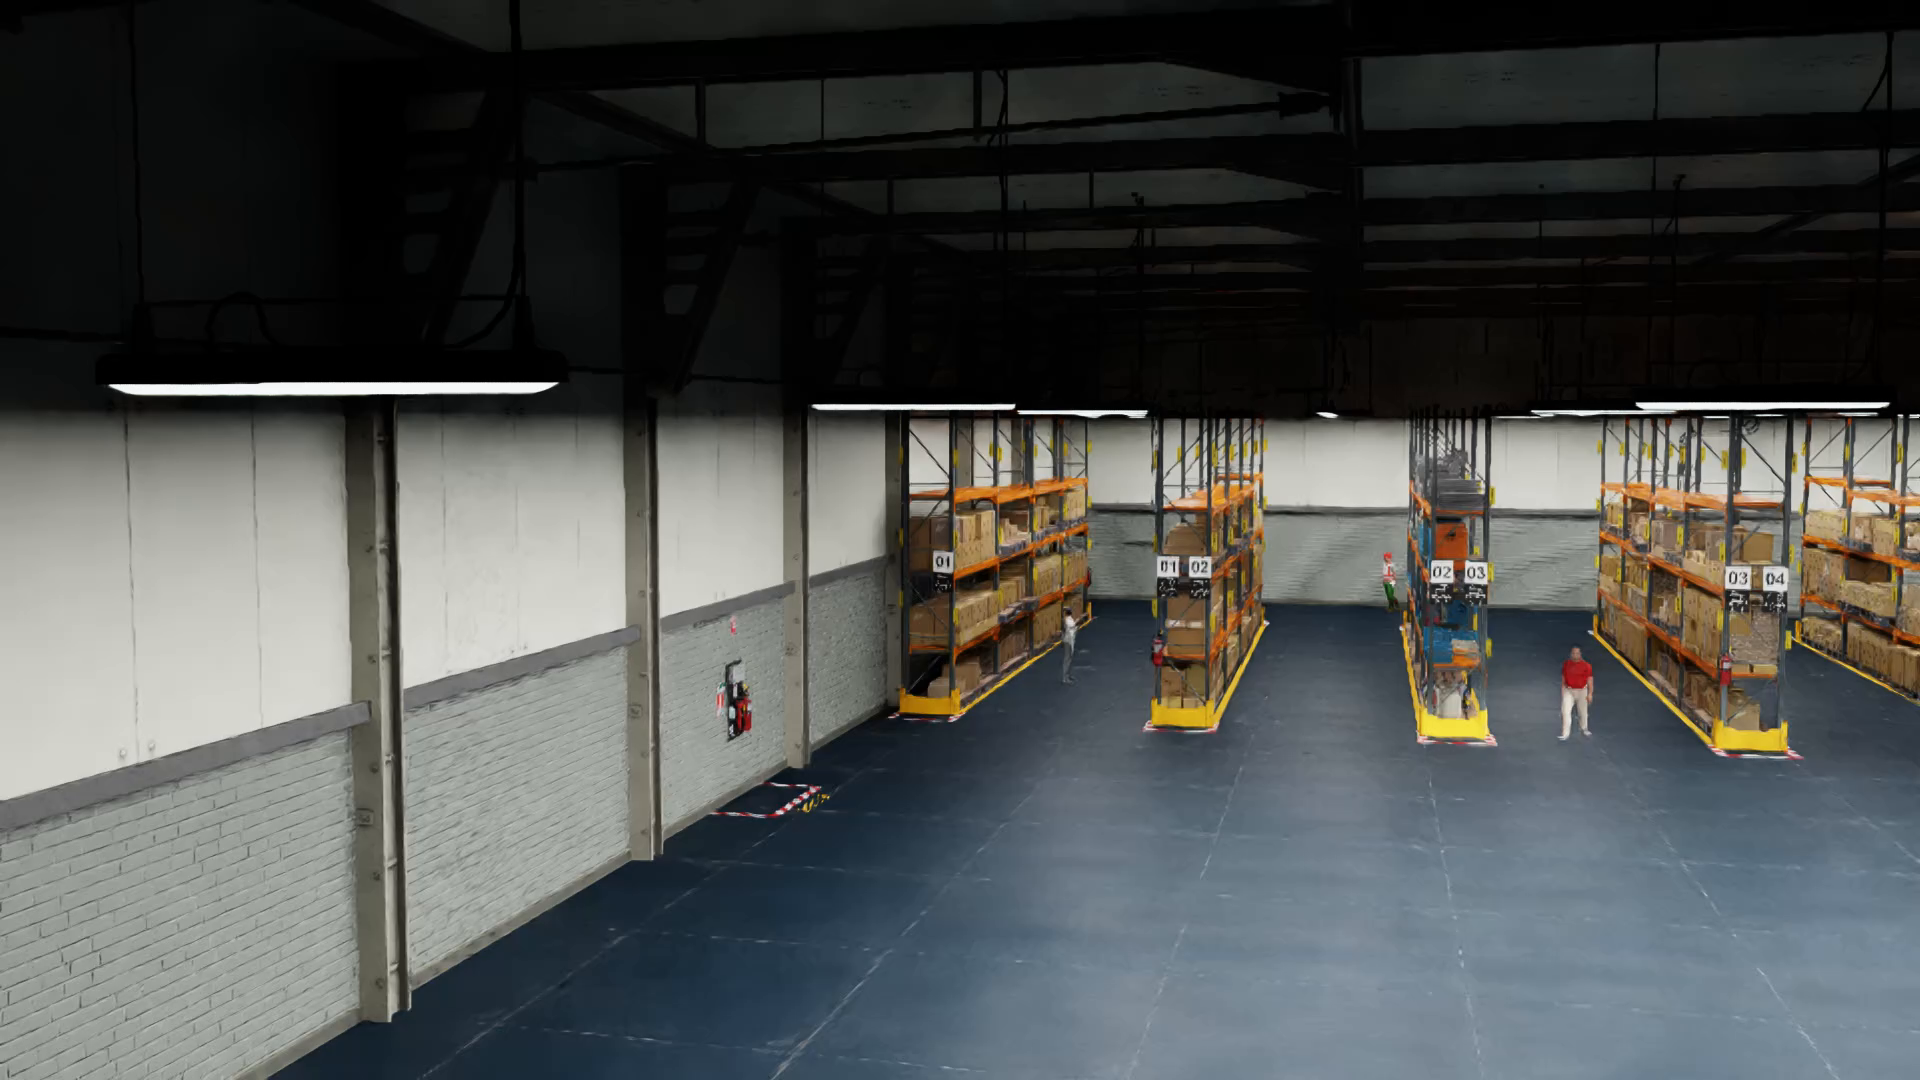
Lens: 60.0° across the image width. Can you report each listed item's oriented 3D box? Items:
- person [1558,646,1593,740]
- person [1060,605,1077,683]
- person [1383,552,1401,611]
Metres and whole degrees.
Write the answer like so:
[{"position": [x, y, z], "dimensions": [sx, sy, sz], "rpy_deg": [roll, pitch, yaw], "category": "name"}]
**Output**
[{"position": [11.090, 2.734, 29.892], "dimensions": [0.566, 1.677, 0.942], "rpy_deg": [2, 5, 30], "category": "person"}, {"position": [2.411, 2.263, 36.358], "dimensions": [0.433, 1.684, 0.553], "rpy_deg": [-1, 4, -13], "category": "person"}, {"position": [12.901, 1.255, 49.755], "dimensions": [0.458, 1.778, 0.693], "rpy_deg": [-2, 4, -23], "category": "person"}]
